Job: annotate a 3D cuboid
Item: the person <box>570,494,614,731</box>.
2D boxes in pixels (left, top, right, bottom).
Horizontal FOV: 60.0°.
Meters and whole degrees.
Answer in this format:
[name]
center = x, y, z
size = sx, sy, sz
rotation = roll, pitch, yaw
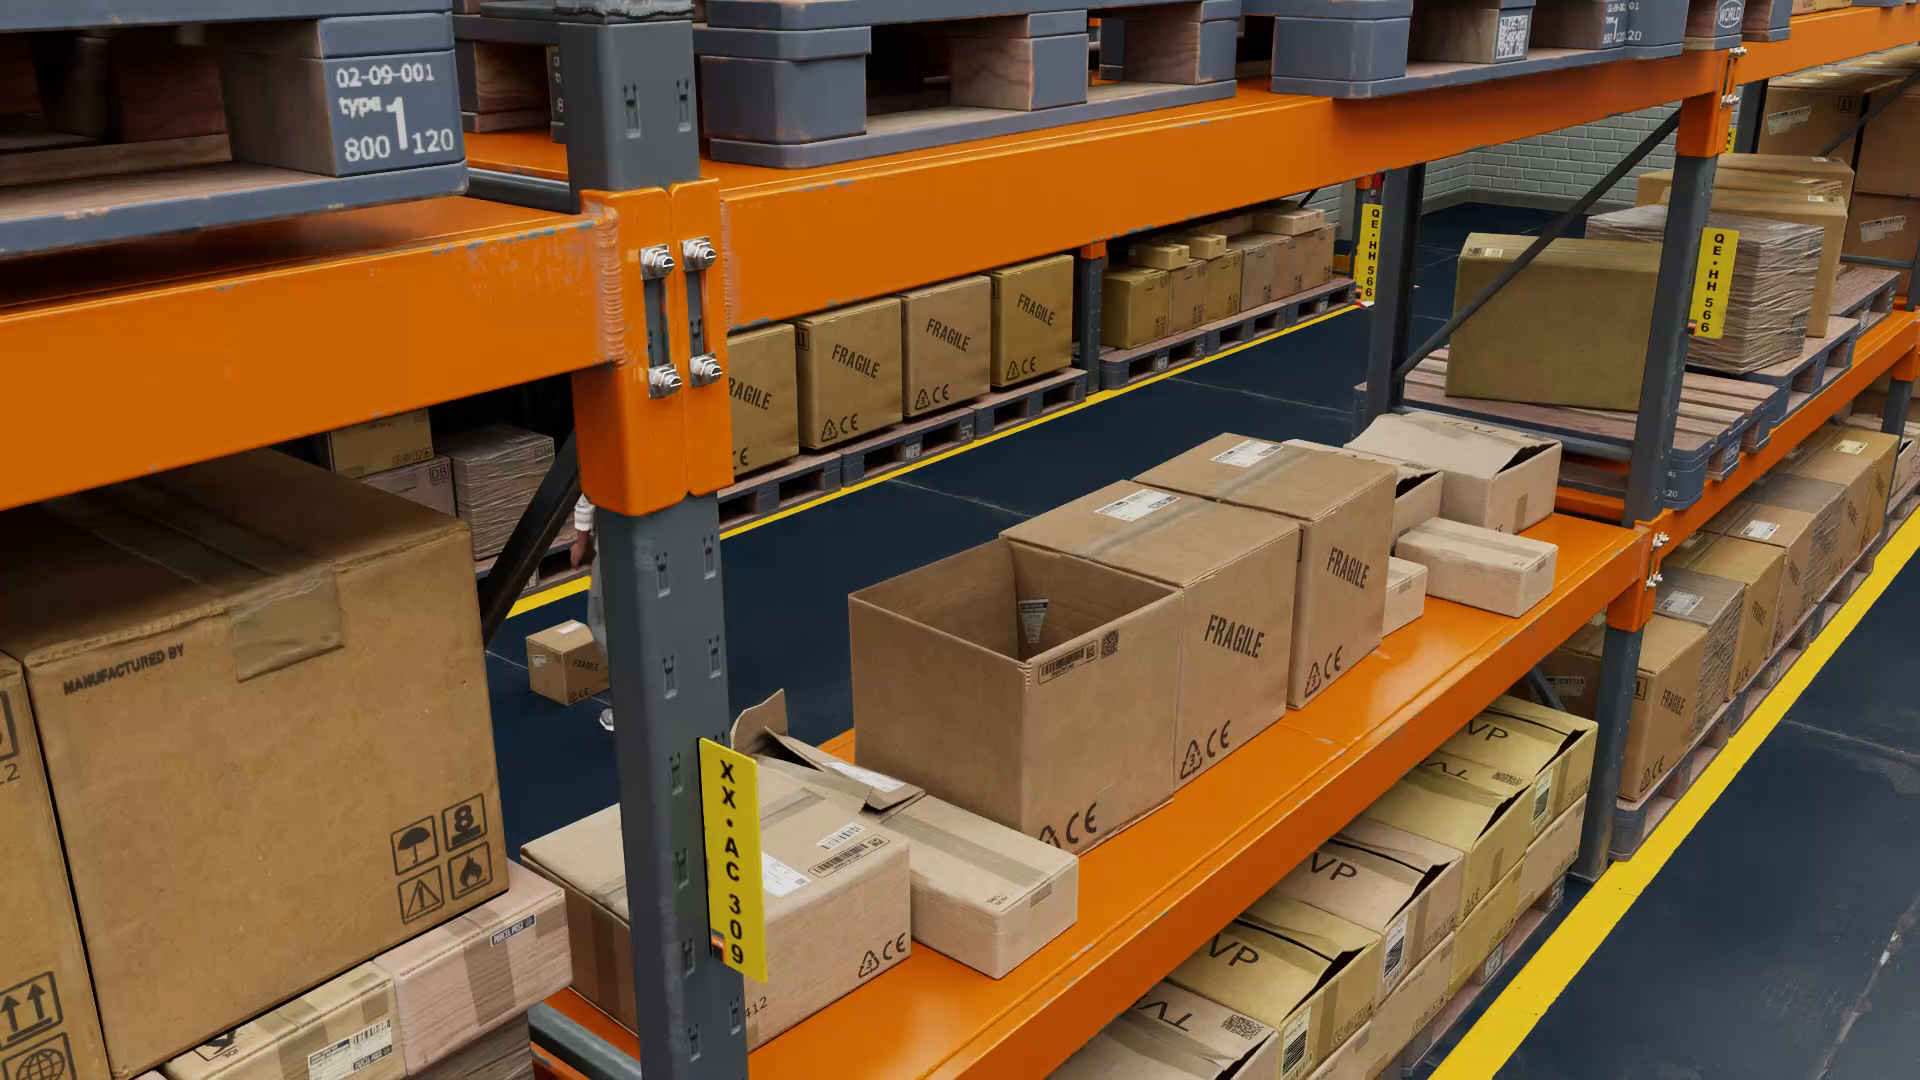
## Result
[person]
center = -1.319, 0.037, 6.585
size = 0.382, 1.542, 0.426
rotation = 17, 26, 38
